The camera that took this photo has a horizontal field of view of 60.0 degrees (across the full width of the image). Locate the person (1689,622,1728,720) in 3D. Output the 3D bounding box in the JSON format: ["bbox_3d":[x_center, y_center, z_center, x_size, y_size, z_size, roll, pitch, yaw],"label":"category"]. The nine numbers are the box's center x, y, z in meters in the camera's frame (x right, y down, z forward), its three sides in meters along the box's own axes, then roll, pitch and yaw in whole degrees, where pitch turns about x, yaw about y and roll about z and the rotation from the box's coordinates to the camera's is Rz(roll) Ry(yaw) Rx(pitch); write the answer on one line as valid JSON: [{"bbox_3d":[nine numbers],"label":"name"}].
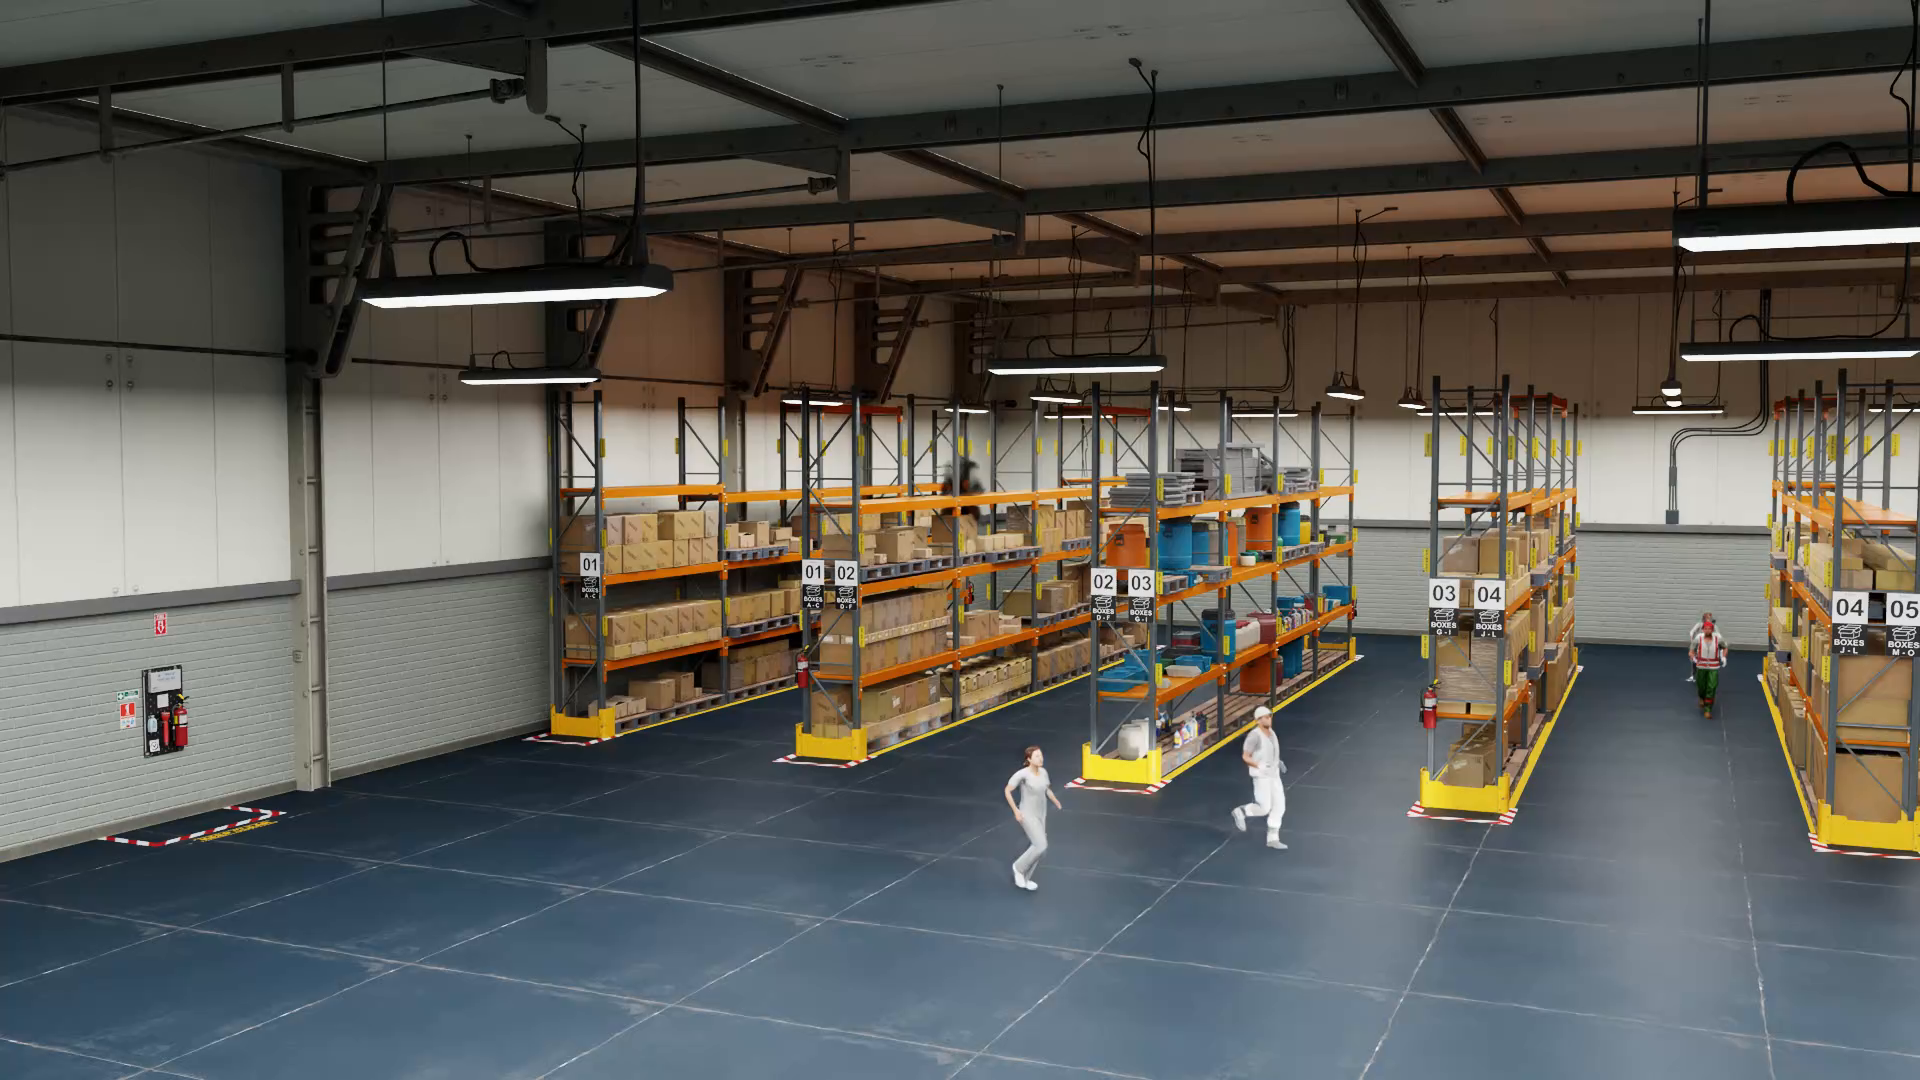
[{"bbox_3d":[13.959,2.408,31.027,0.667,1.776,0.962,1,3,24],"label":"person"}]

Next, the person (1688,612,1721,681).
[{"bbox_3d":[15.895,2.293,35.534,0.623,1.519,0.484,2,4,36],"label":"person"}]

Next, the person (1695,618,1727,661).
[{"bbox_3d":[14.588,2.369,32.400,0.627,1.703,0.932,1,3,24],"label":"person"}]

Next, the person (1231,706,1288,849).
[{"bbox_3d":[3.812,2.968,20.924,0.653,1.758,0.818,-3,4,-42],"label":"person"}]

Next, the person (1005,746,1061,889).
[{"bbox_3d":[0.855,3.139,18.792,0.569,1.637,0.573,3,4,44],"label":"person"}]
